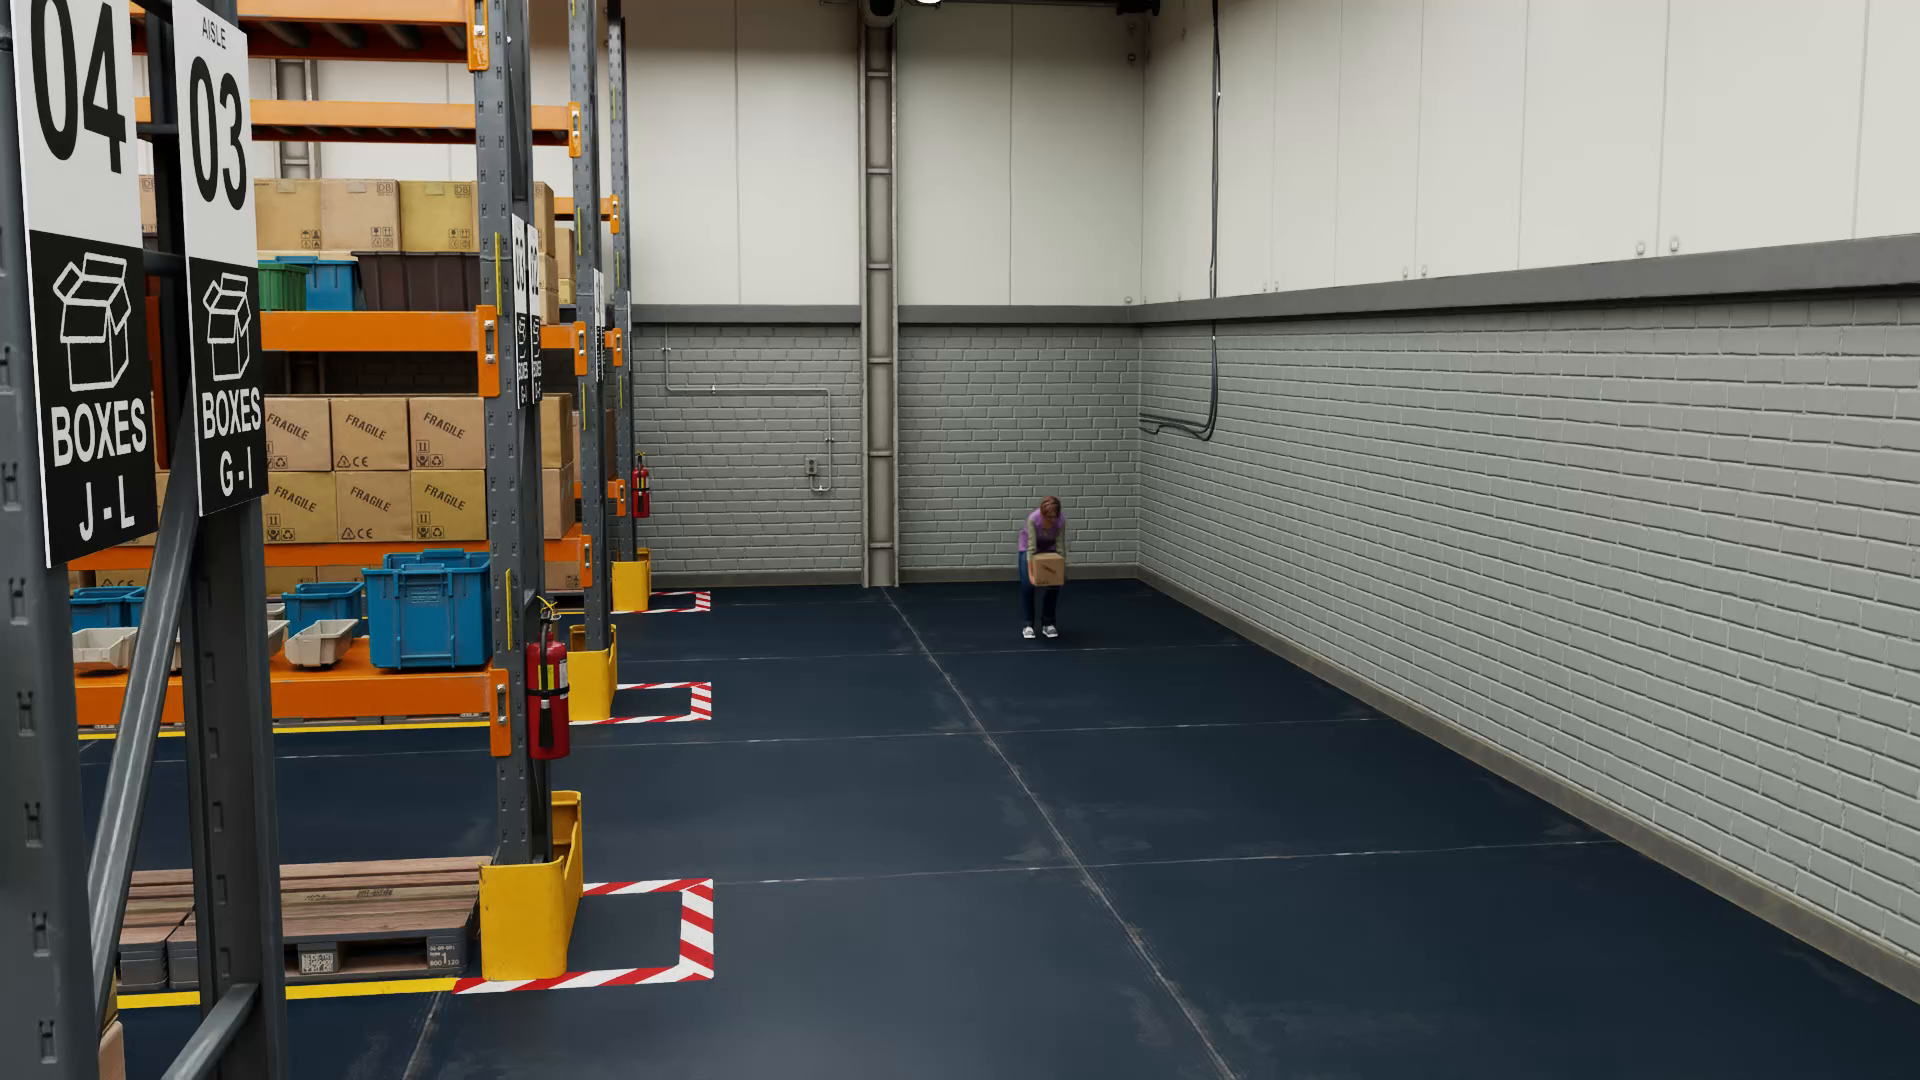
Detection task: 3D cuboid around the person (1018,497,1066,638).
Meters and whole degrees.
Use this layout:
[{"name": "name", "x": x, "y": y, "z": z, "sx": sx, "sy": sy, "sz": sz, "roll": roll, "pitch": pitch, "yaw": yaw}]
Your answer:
[{"name": "person", "x": 0.752, "y": 0.246, "z": 15.092, "sx": 0.380, "sy": 1.331, "sz": 0.757, "roll": -1, "pitch": 7, "yaw": -10}]
